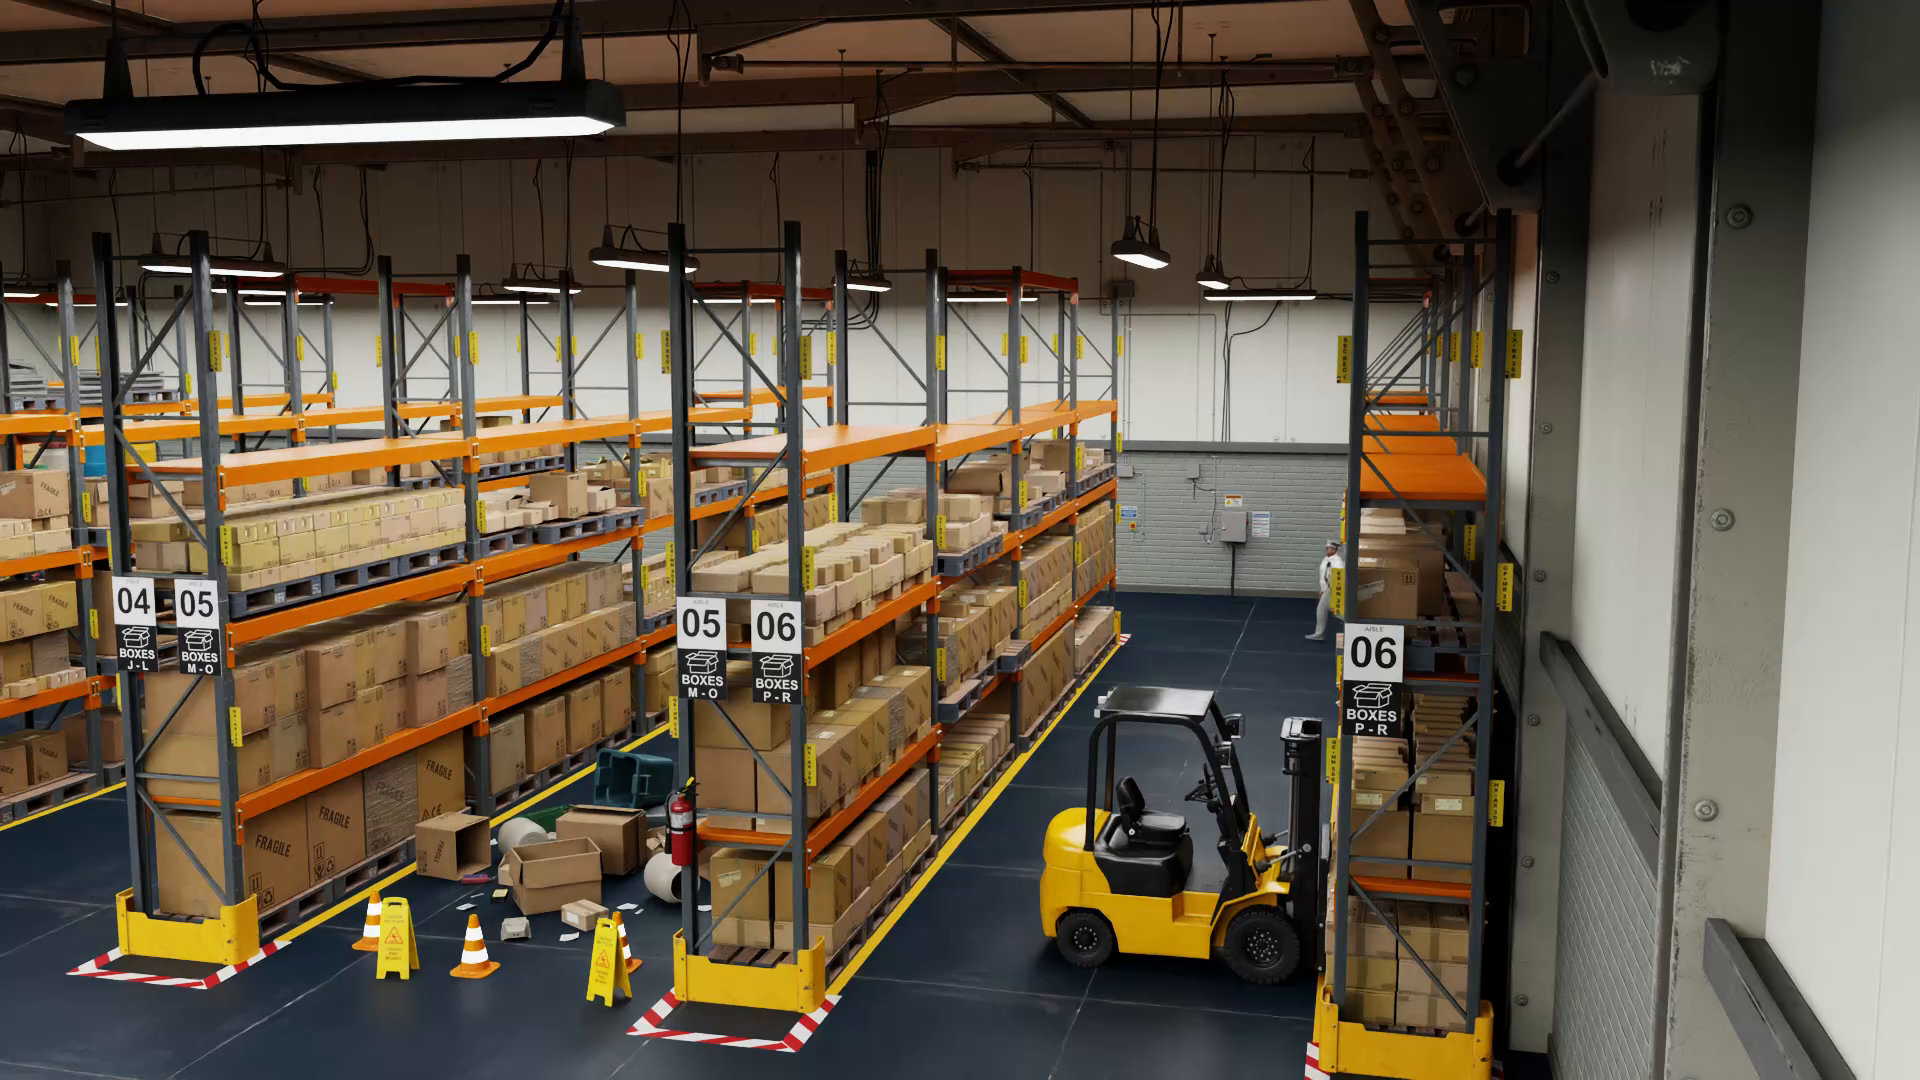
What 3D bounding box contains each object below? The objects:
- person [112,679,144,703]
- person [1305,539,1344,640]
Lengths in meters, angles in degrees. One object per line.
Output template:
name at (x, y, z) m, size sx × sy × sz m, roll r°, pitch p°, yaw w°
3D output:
person at (-11.736, 1.434, 23.379) m, size 0.563 × 1.743 × 0.528 m, roll 3°, pitch 8°, yaw 26°
person at (6.390, 0.841, 28.343) m, size 0.966 × 1.732 × 0.533 m, roll 1°, pitch 7°, yaw 10°
